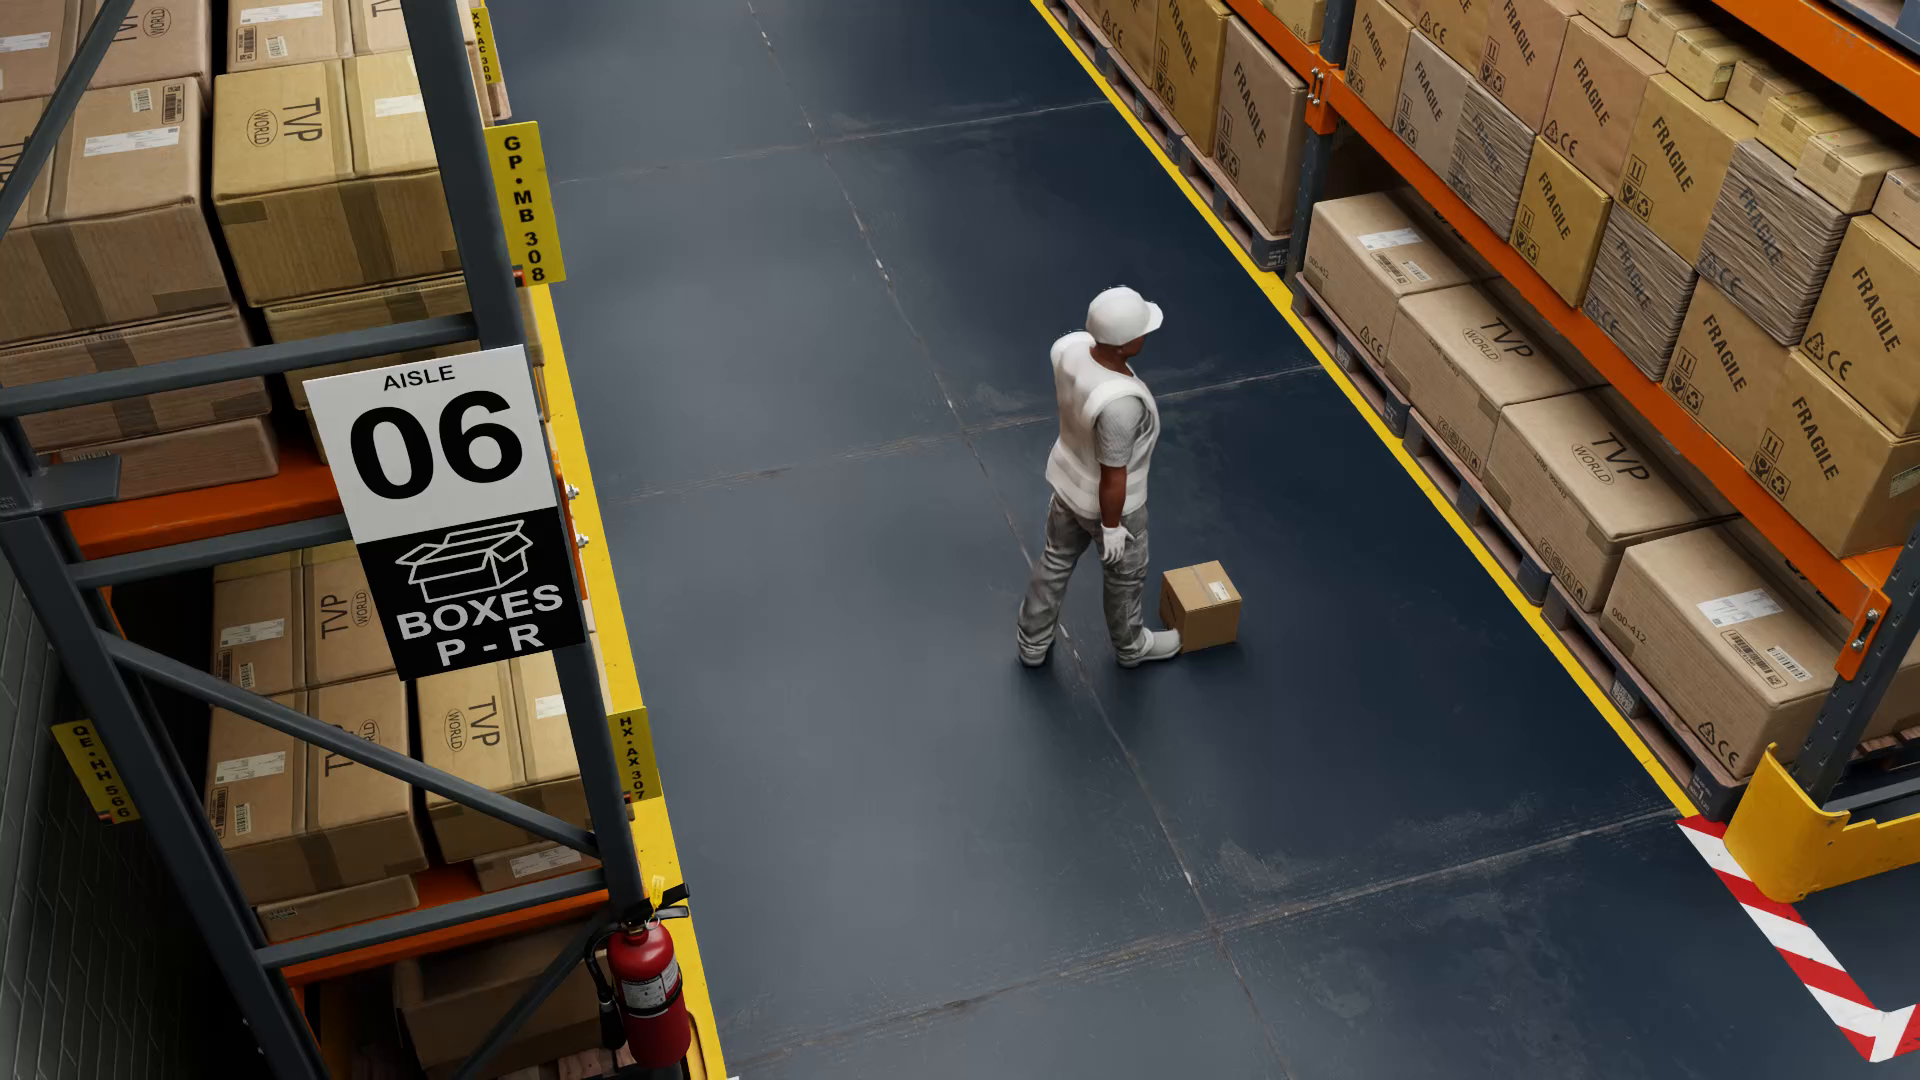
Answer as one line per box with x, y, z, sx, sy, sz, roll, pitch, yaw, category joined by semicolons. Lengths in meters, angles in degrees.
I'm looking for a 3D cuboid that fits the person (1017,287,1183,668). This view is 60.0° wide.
0.567;-0.215;6.375;0.671;1.786;0.560;-18;45;-19;person
